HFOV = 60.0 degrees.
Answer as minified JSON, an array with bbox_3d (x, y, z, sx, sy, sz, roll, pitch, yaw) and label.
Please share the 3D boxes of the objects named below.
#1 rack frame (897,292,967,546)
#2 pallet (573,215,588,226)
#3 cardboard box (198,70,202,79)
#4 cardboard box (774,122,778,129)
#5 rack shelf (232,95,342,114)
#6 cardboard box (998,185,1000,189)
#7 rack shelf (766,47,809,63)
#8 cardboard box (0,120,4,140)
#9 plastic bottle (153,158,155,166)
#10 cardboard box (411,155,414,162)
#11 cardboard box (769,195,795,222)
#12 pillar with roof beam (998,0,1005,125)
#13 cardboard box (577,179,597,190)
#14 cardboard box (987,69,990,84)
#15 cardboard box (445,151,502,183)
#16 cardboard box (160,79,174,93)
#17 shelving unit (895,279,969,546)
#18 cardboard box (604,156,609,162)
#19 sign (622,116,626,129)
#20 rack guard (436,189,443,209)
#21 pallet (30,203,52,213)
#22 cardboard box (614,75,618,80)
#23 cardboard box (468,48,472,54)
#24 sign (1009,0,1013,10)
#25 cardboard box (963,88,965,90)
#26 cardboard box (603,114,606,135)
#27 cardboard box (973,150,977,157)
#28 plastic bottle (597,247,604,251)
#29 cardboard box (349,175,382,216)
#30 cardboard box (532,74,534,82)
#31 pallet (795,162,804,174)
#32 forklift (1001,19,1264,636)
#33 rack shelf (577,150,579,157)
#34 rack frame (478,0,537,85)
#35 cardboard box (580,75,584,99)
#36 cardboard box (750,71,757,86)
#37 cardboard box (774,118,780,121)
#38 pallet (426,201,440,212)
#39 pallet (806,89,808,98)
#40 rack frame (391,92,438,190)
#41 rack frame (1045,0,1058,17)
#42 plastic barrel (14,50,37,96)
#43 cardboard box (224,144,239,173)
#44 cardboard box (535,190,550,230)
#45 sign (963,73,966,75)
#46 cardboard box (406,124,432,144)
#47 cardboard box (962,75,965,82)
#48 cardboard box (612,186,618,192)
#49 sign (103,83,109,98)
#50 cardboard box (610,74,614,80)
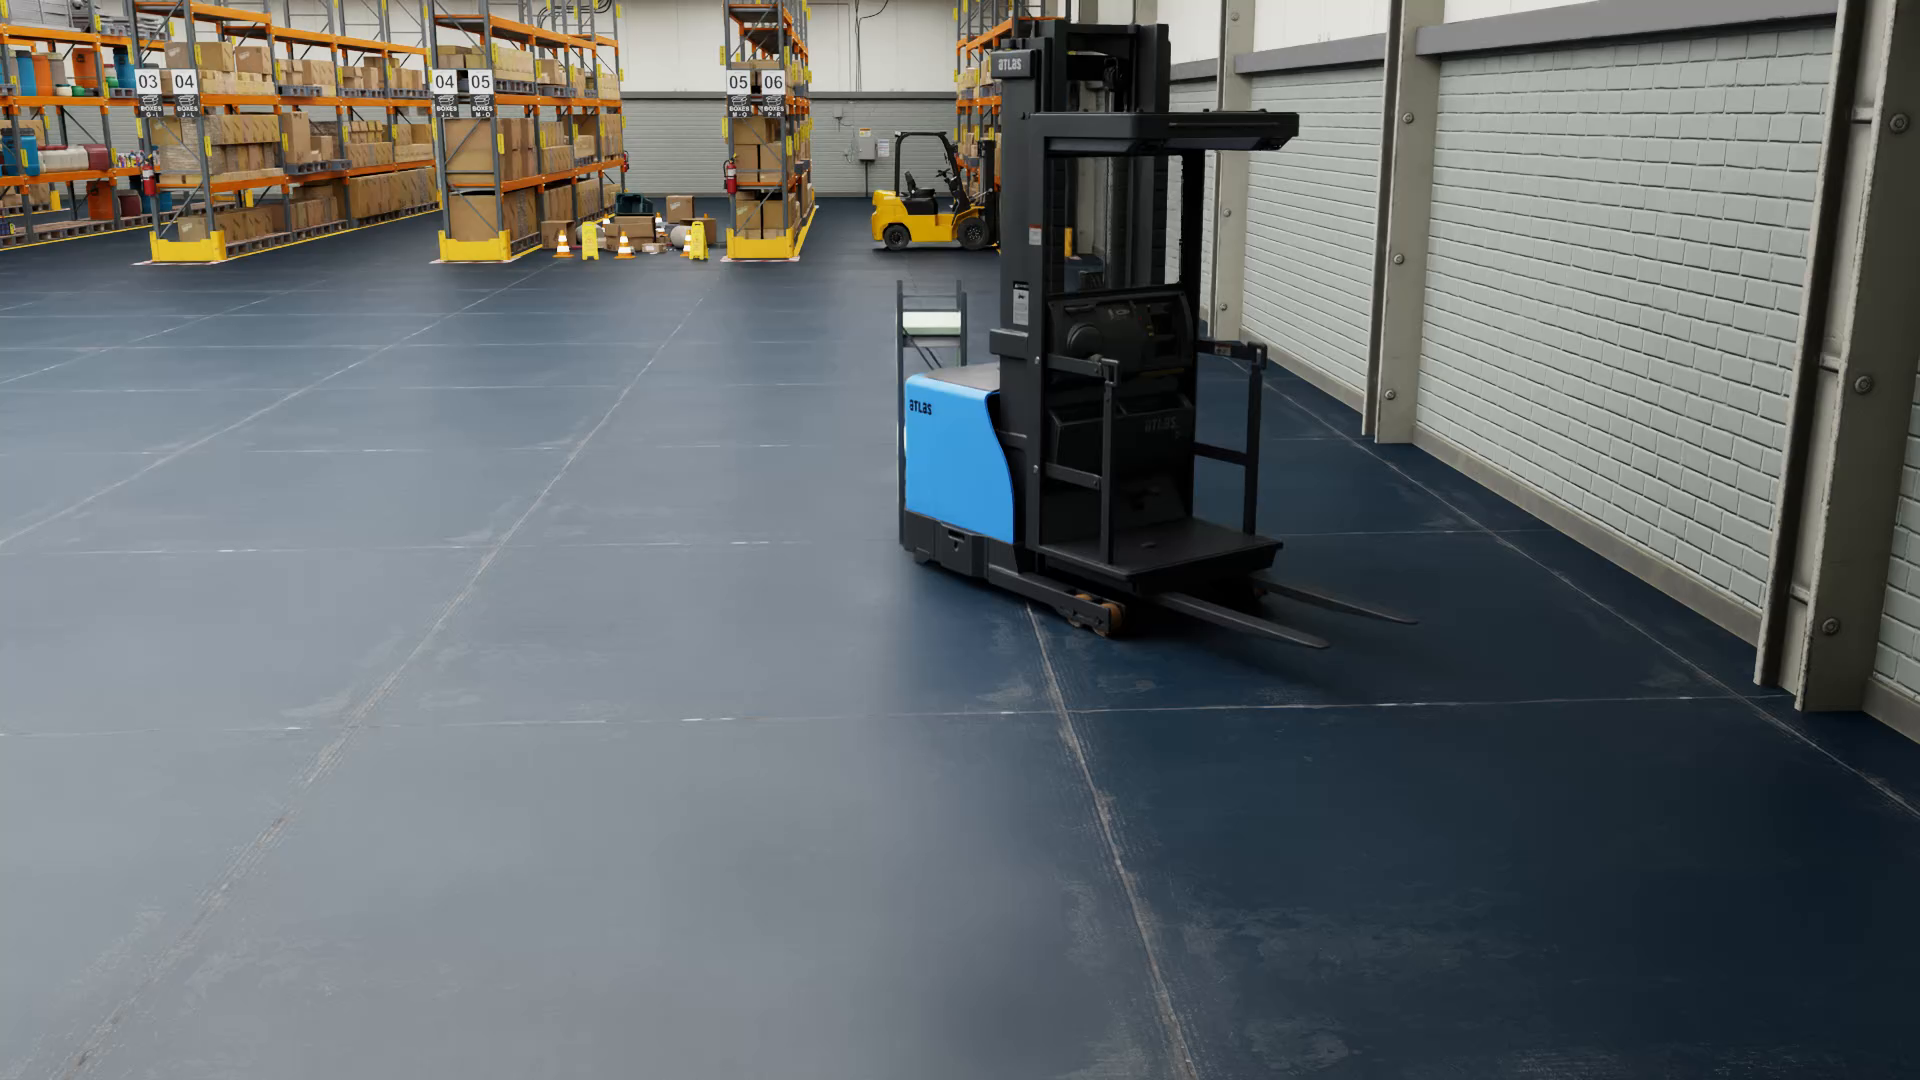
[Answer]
[{"bbox_3d":[-0.162,-0.697,9.727,0.400,1.500,0.023,-1,14,-2],"label":"rack frame"},{"bbox_3d":[-9.014,-7.202,37.594,1.003,0.211,1.213,-1,14,-3],"label":"pallet"},{"bbox_3d":[-13.214,-7.962,28.434,0.380,0.149,0.250,-1,14,-4],"label":"cardboard box"},{"bbox_3d":[-3.631,-8.566,34.357,0.380,0.149,0.250,0,14,0],"label":"cardboard box"},{"bbox_3d":[-13.800,-8.914,34.074,1.077,0.370,4.000,-1,14,-3],"label":"rack shelf"},{"bbox_3d":[1.066,-8.300,39.135,0.380,0.149,0.250,-1,14,-3],"label":"cardboard box"},{"bbox_3d":[-4.405,-12.315,42.078,1.077,0.370,4.000,-1,14,-3],"label":"rack shelf"},{"bbox_3d":[-23.871,-10.060,40.898,0.500,0.500,0.500,-1,14,-5],"label":"cardboard box"},{"bbox_3d":[-18.671,-8.758,38.443,0.097,0.201,0.097,0,14,0],"label":"plastic bottle"},{"bbox_3d":[-13.939,-9.581,41.748,0.380,0.149,0.250,-1,14,-3],"label":"cardboard box"},{"bbox_3d":[-3.415,-6.303,31.676,0.500,0.500,0.500,0,14,0],"label":"cardboard box"},{"bbox_3d":[-3.139,-14.050,46.575,9.100,9.000,0.400,-1,14,-3],"label":"pillar with roof beam"},{"bbox_3d":[-8.898,-8.400,39.321,0.500,0.250,0.500,0,14,-1],"label":"cardboard box"},{"bbox_3d":[0.833,-9.571,34.321,0.500,0.311,0.500,-1,14,-5],"label":"cardboard box"},{"bbox_3d":[-8.540,-6.533,29.096,0.875,0.550,0.550,-1,14,-3],"label":"cardboard box"},{"bbox_3d":[-13.712,-7.813,28.654,0.500,0.250,0.500,-1,14,-2],"label":"cardboard box"},{"bbox_3d":[-0.175,-0.788,10.081,0.431,1.500,0.755,-1,14,-2],"label":"shelving unit"},{"bbox_3d":[-9.026,-9.567,41.693,0.380,0.149,0.250,-1,14,-2],"label":"cardboard box"},{"bbox_3d":[-8.908,-11.065,44.055,0.100,0.325,0.005,-1,14,-3],"label":"sign"},{"bbox_3d":[-14.421,-9.092,44.359,1.175,0.500,0.348,-1,14,-3],"label":"rack guard"},{"bbox_3d":[-24.252,-8.577,42.937,1.003,0.211,1.213,-1,14,-3],"label":"pallet"},{"bbox_3d":[-9.149,-12.085,43.453,0.393,0.149,0.271,0,14,-1],"label":"cardboard box"},{"bbox_3d":[-8.893,-8.668,29.538,0.380,0.149,0.250,-1,14,-3],"label":"cardboard box"},{"bbox_3d":[1.227,-12.977,40.209,0.100,0.325,0.005,-1,14,-3],"label":"sign"},{"bbox_3d":[0.351,-11.301,41.615,0.500,0.250,0.500,-1,14,-5],"label":"cardboard box"},{"bbox_3d":[-9.047,-10.274,41.135,0.500,0.500,0.500,-1,14,-5],"label":"cardboard box"},{"bbox_3d":[0.497,-8.776,37.778,0.380,0.149,0.250,-1,14,-2],"label":"cardboard box"},{"bbox_3d":[-6.727,-5.430,31.009,0.133,0.061,0.283,-6,16,-23],"label":"plastic bottle"},{"bbox_3d":[-13.993,-7.875,38.034,1.225,0.875,0.875,-1,14,-3],"label":"cardboard box"},{"bbox_3d":[-8.378,-8.861,31.885,0.380,0.149,0.250,-1,14,-4],"label":"cardboard box"},{"bbox_3d":[-3.687,-7.564,33.791,1.003,0.211,1.213,-1,14,-3],"label":"pallet"},{"bbox_3d":[0.953,-1.082,8.350,1.121,2.935,3.031,-10,18,-35],"label":"forklift"},{"bbox_3d":[-14.271,-9.240,40.695,10.847,0.704,6.979,-1,14,-3],"label":"rack shelf"},{"bbox_3d":[-8.719,-10.269,31.878,1.000,3.000,0.127,-1,14,-3],"label":"rack frame"},{"bbox_3d":[-8.811,-10.254,37.639,0.500,0.500,0.500,-1,14,-3],"label":"cardboard box"},{"bbox_3d":[-3.838,-8.117,29.240,0.500,0.250,0.500,-1,14,-4],"label":"cardboard box"},{"bbox_3d":[-4.617,-10.373,40.813,0.380,0.149,0.250,-1,14,-5],"label":"cardboard box"},{"bbox_3d":[-14.292,-8.748,43.604,1.003,0.211,1.213,-1,14,-3],"label":"pallet"},{"bbox_3d":[-4.393,-11.371,42.358,1.003,0.211,1.213,-1,14,-3],"label":"pallet"},{"bbox_3d":[-14.419,-10.296,44.024,1.000,3.000,0.127,-1,14,-3],"label":"rack frame"},{"bbox_3d":[-2.395,-11.066,34.976,9.100,9.000,0.400,-1,14,-3],"label":"rack frame"},{"bbox_3d":[-18.949,-9.379,33.435,0.600,0.901,0.708,-1,14,-3],"label":"plastic barrel"},{"bbox_3d":[-13.573,-6.894,30.005,0.875,0.500,0.500,-1,14,-3],"label":"cardboard box"},{"bbox_3d":[-8.848,-6.630,33.448,1.050,0.750,0.750,-1,14,-4],"label":"cardboard box"},{"bbox_3d":[0.132,-11.225,40.576,0.100,0.325,0.005,-1,14,-3],"label":"sign"},{"bbox_3d":[-14.127,-10.614,43.457,0.500,0.500,0.500,-1,14,-3],"label":"cardboard box"},{"bbox_3d":[0.254,-11.178,40.295,0.380,0.149,0.250,0,14,-2],"label":"cardboard box"},{"bbox_3d":[-9.051,-9.074,42.957,0.380,0.149,0.250,0,14,-1],"label":"cardboard box"},{"bbox_3d":[-18.319,-9.643,35.673,0.100,0.325,0.005,-1,14,-3],"label":"sign"},{"bbox_3d":[-9.090,-11.894,42.712,0.380,0.149,0.250,-1,14,-3],"label":"cardboard box"}]
